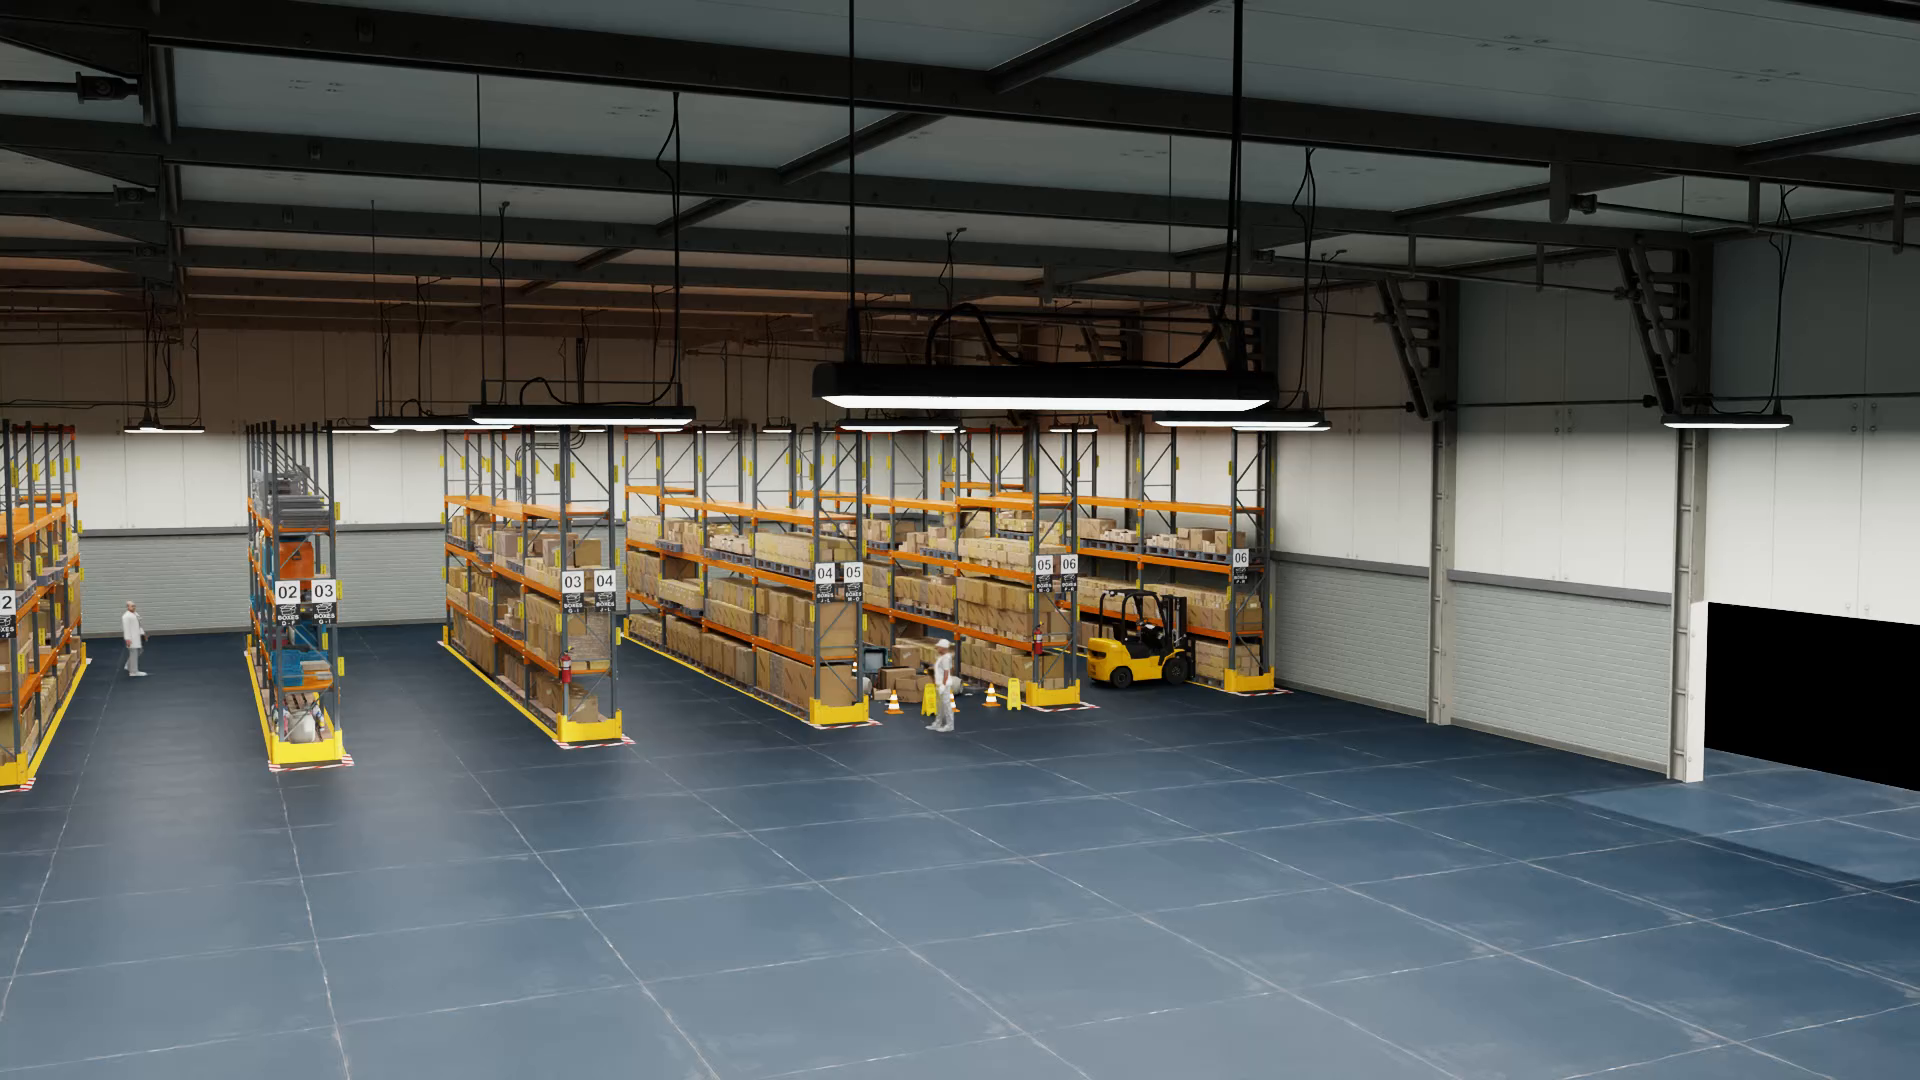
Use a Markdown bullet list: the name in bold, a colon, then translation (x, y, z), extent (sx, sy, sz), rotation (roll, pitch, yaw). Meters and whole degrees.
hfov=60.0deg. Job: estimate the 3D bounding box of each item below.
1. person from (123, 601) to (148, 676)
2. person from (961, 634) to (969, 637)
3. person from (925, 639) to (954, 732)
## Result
- **person**: translation (-19.697, 2.346, 39.702), extent (0.526, 1.786, 0.621), rotation (-1, 4, -21)
- **person**: translation (0.117, 1.915, 47.364), extent (0.333, 1.691, 0.506), rotation (-3, 5, -38)
- **person**: translation (-0.394, 2.813, 32.191), extent (0.518, 1.796, 0.620), rotation (0, 4, -7)
